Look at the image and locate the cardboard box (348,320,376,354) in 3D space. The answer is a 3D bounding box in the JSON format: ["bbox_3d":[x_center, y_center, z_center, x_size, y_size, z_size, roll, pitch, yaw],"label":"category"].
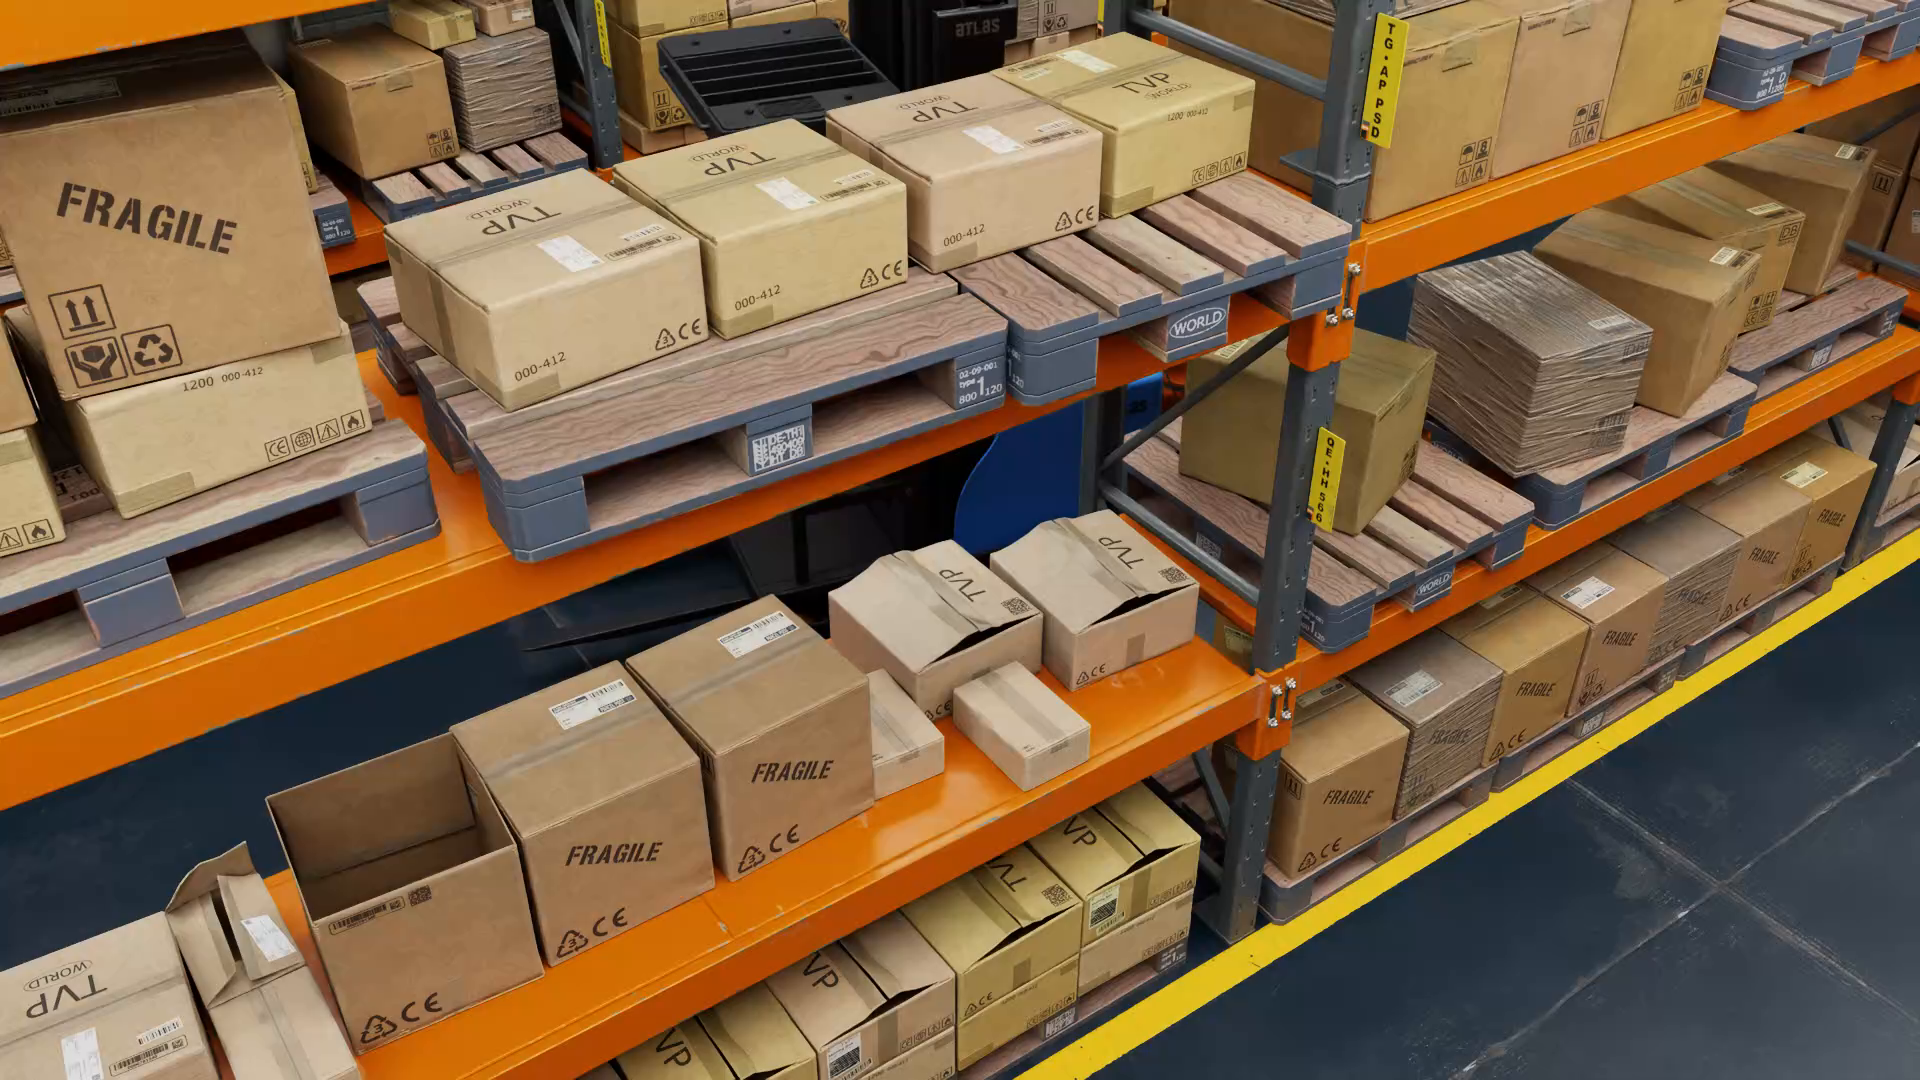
[{"bbox_3d":[-3.141,-1.112,8.991,0.500,0.500,0.700,-22,41,-28],"label":"cardboard box"}]

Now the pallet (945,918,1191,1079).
[{"bbox_3d":[0.067,1.421,6.094,1.213,0.211,1.003,-22,41,-28],"label":"pallet"}]

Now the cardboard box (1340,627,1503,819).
[{"bbox_3d":[1.723,0.671,6.512,0.500,0.500,0.500,-24,42,-29],"label":"cardboard box"}]

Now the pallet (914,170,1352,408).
[{"bbox_3d":[0.259,-0.840,4.442,1.003,0.211,1.213,-20,40,-26],"label":"pallet"}]

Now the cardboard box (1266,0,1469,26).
[{"bbox_3d":[1.122,-1.778,4.642,0.500,0.500,0.500,-22,41,-28],"label":"cardboard box"}]

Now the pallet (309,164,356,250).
[{"bbox_3d":[-3.689,-1.570,8.028,1.213,0.211,1.003,-22,41,-28],"label":"pallet"}]

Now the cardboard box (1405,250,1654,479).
[{"bbox_3d":[2.069,-0.663,6.158,0.500,0.500,0.700,-15,38,-19],"label":"cardboard box"}]

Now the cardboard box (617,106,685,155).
[{"bbox_3d":[-1.692,-2.239,8.992,0.250,0.149,0.380,-23,42,-29],"label":"cardboard box"}]

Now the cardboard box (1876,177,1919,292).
[{"bbox_3d":[4.605,-1.397,7.538,0.500,0.500,0.500,-21,41,-27],"label":"cardboard box"}]

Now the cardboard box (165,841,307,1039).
[{"bbox_3d":[-1.895,1.047,4.341,0.258,0.266,0.396,-23,42,-29],"label":"cardboard box"}]

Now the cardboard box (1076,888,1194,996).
[{"bbox_3d":[0.472,1.269,5.911,0.500,0.250,0.500,-21,41,-27],"label":"cardboard box"}]

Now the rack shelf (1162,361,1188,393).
[{"bbox_3d":[1.093,-0.822,8.097,0.258,0.148,0.480,16,39,21],"label":"rack shelf"}]

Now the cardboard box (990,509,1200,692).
[{"bbox_3d":[0.439,0.168,5.524,0.500,0.311,0.500,-20,40,-25],"label":"cardboard box"}]

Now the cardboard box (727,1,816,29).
[{"bbox_3d":[-1.117,-2.715,9.099,0.500,0.500,0.500,-21,41,-26],"label":"cardboard box"}]

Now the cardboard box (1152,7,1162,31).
[{"bbox_3d":[1.062,-3.336,10.517,0.250,0.149,0.380,-22,41,-27],"label":"cardboard box"}]

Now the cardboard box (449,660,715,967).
[{"bbox_3d":[-1.030,0.739,4.568,0.500,0.500,0.500,-22,41,-28],"label":"cardboard box"}]

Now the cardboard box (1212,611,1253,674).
[{"bbox_3d":[1.391,0.440,6.834,0.500,0.500,0.500,-21,41,-26],"label":"cardboard box"}]

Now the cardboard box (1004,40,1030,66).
[{"bbox_3d":[0.211,-3.006,10.059,0.250,0.149,0.380,-22,41,-28],"label":"cardboard box"}]

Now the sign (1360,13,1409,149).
[{"bbox_3d":[1.075,-1.162,4.217,0.005,0.325,0.100,-22,41,-28],"label":"sign"}]

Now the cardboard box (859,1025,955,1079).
[{"bbox_3d":[-0.360,1.612,5.435,0.500,0.250,0.500,-21,41,-27],"label":"cardboard box"}]

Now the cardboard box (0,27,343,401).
[{"bbox_3d":[-1.529,-0.647,3.139,0.500,0.500,0.500,-18,40,-24],"label":"cardboard box"}]

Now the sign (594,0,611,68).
[{"bbox_3d":[-1.774,-2.515,8.254,0.005,0.325,0.100,-22,41,-28],"label":"sign"}]

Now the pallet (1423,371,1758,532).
[{"bbox_3d":[2.349,-0.548,6.608,1.213,0.211,1.003,-22,41,-28],"label":"pallet"}]

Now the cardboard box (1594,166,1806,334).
[{"bbox_3d":[2.990,-1.212,6.921,0.500,0.500,0.700,-16,39,-21],"label":"cardboard box"}]

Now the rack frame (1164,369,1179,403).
[{"bbox_3d":[0.986,-0.567,8.011,0.240,1.200,0.015,16,39,21],"label":"rack frame"}]

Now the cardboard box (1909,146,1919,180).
[{"bbox_3d":[4.579,-1.786,7.222,0.500,0.500,0.500,-21,41,-27],"label":"cardboard box"}]

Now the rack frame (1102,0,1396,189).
[{"bbox_3d":[0.762,-2.405,3.887,0.127,3.000,1.000,-22,41,-28],"label":"rack frame"}]

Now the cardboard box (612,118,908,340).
[{"bbox_3d":[-0.469,-0.746,3.918,0.500,0.250,0.500,-23,42,-29],"label":"cardboard box"}]

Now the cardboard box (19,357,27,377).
[{"bbox_3d":[-4.414,-0.861,8.000,0.500,0.250,0.500,-23,42,-29],"label":"cardboard box"}]

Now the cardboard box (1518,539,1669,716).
[{"bbox_3d":[2.560,0.327,6.991,0.500,0.500,0.500,-24,42,-29],"label":"cardboard box"}]

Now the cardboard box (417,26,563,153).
[{"bbox_3d":[-2.473,-2.389,8.540,0.500,0.500,0.700,-28,44,-33],"label":"cardboard box"}]

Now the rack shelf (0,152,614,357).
[{"bbox_3d":[-3.730,-1.368,8.199,4.000,0.370,1.077,-22,41,-28],"label":"rack shelf"}]

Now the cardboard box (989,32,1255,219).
[{"bbox_3d":[0.424,-1.118,4.435,0.500,0.250,0.500,-26,43,-31],"label":"cardboard box"}]

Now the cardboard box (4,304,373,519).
[{"bbox_3d":[-1.551,-0.340,3.354,0.500,0.250,0.500,-27,44,-32],"label":"cardboard box"}]

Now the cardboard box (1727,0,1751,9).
[{"bbox_3d":[2.489,-2.200,5.641,0.600,0.600,0.600,-24,42,-30],"label":"cardboard box"}]

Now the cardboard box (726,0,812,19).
[{"bbox_3d":[-1.136,-3.017,8.877,0.500,0.250,0.500,-23,42,-28],"label":"cardboard box"}]

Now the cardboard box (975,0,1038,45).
[{"bbox_3d":[0.116,-3.231,9.816,0.500,0.500,0.500,-22,41,-28],"label":"cardboard box"}]

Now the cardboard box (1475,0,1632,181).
[{"bbox_3d":[1.516,-1.563,5.199,0.500,0.500,0.910,-22,41,-28],"label":"cardboard box"}]

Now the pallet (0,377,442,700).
[{"bbox_3d":[-1.794,-0.067,3.369,1.217,0.209,0.805,-24,42,-30],"label":"pallet"}]

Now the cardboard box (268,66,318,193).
[{"bbox_3d":[-3.479,-1.959,7.943,0.500,0.500,0.700,-22,41,-28],"label":"cardboard box"}]

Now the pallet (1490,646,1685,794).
[{"bbox_3d":[2.390,0.521,7.345,1.213,0.211,1.003,-22,41,-28],"label":"pallet"}]

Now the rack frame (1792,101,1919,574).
[{"bbox_3d":[4.032,-1.315,7.510,0.127,3.000,1.000,-22,41,-28],"label":"rack frame"}]

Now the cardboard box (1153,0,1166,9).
[{"bbox_3d":[0.943,-3.572,10.290,0.500,0.500,0.500,-23,42,-29],"label":"cardboard box"}]

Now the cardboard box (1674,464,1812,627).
[{"bbox_3d":[3.384,-0.014,7.465,0.500,0.500,0.500,-22,41,-28],"label":"cardboard box"}]

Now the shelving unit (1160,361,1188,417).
[{"bbox_3d":[1.093,-0.695,8.189,0.258,1.200,0.503,16,39,21],"label":"shelving unit"}]

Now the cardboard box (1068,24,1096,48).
[{"bbox_3d":[0.631,-3.174,10.292,0.250,0.149,0.380,-21,41,-27],"label":"cardboard box"}]

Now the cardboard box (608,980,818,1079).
[{"bbox_3d":[-0.770,1.556,5.033,0.500,0.311,0.500,-21,41,-27],"label":"cardboard box"}]

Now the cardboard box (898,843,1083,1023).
[{"bbox_3d":[0.055,1.220,5.500,0.500,0.311,0.500,-23,42,-29],"label":"cardboard box"}]

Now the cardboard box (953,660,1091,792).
[{"bbox_3d":[0.186,0.567,5.108,0.250,0.149,0.380,-22,41,-28],"label":"cardboard box"}]

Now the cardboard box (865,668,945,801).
[{"bbox_3d":[-0.248,0.588,5.079,0.250,0.149,0.380,-19,40,-25],"label":"cardboard box"}]

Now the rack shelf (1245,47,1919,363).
[{"bbox_3d":[2.397,-1.568,5.909,4.000,0.370,1.077,-22,41,-28],"label":"rack shelf"}]

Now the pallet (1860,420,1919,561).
[{"bbox_3d":[4.593,-0.414,8.645,1.213,0.211,1.003,-22,41,-28],"label":"pallet"}]

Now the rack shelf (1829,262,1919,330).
[{"bbox_3d":[5.666,-1.696,8.655,4.000,0.370,1.077,-22,41,-28],"label":"rack shelf"}]

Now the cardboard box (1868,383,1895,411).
[{"bbox_3d":[4.947,-0.982,8.972,0.500,0.311,0.500,-22,41,-28],"label":"cardboard box"}]

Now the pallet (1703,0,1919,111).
[{"bbox_3d":[2.612,-1.921,5.943,1.003,0.211,1.213,-22,41,-28],"label":"pallet"}]

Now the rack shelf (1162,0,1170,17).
[{"bbox_3d":[2.810,-4.059,11.941,4.000,0.370,1.077,-22,41,-28],"label":"rack shelf"}]

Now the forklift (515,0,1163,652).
[{"bbox_3d":[-0.633,-1.035,7.178,3.031,2.935,1.130,-13,38,-17],"label":"forklift"}]

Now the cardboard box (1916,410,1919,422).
[{"bbox_3d":[5.201,-0.677,8.672,0.250,0.166,0.380,-22,41,-28],"label":"cardboard box"}]

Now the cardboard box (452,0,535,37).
[{"bbox_3d":[-2.359,-2.685,8.396,0.250,0.149,0.380,-28,44,-33],"label":"cardboard box"}]
